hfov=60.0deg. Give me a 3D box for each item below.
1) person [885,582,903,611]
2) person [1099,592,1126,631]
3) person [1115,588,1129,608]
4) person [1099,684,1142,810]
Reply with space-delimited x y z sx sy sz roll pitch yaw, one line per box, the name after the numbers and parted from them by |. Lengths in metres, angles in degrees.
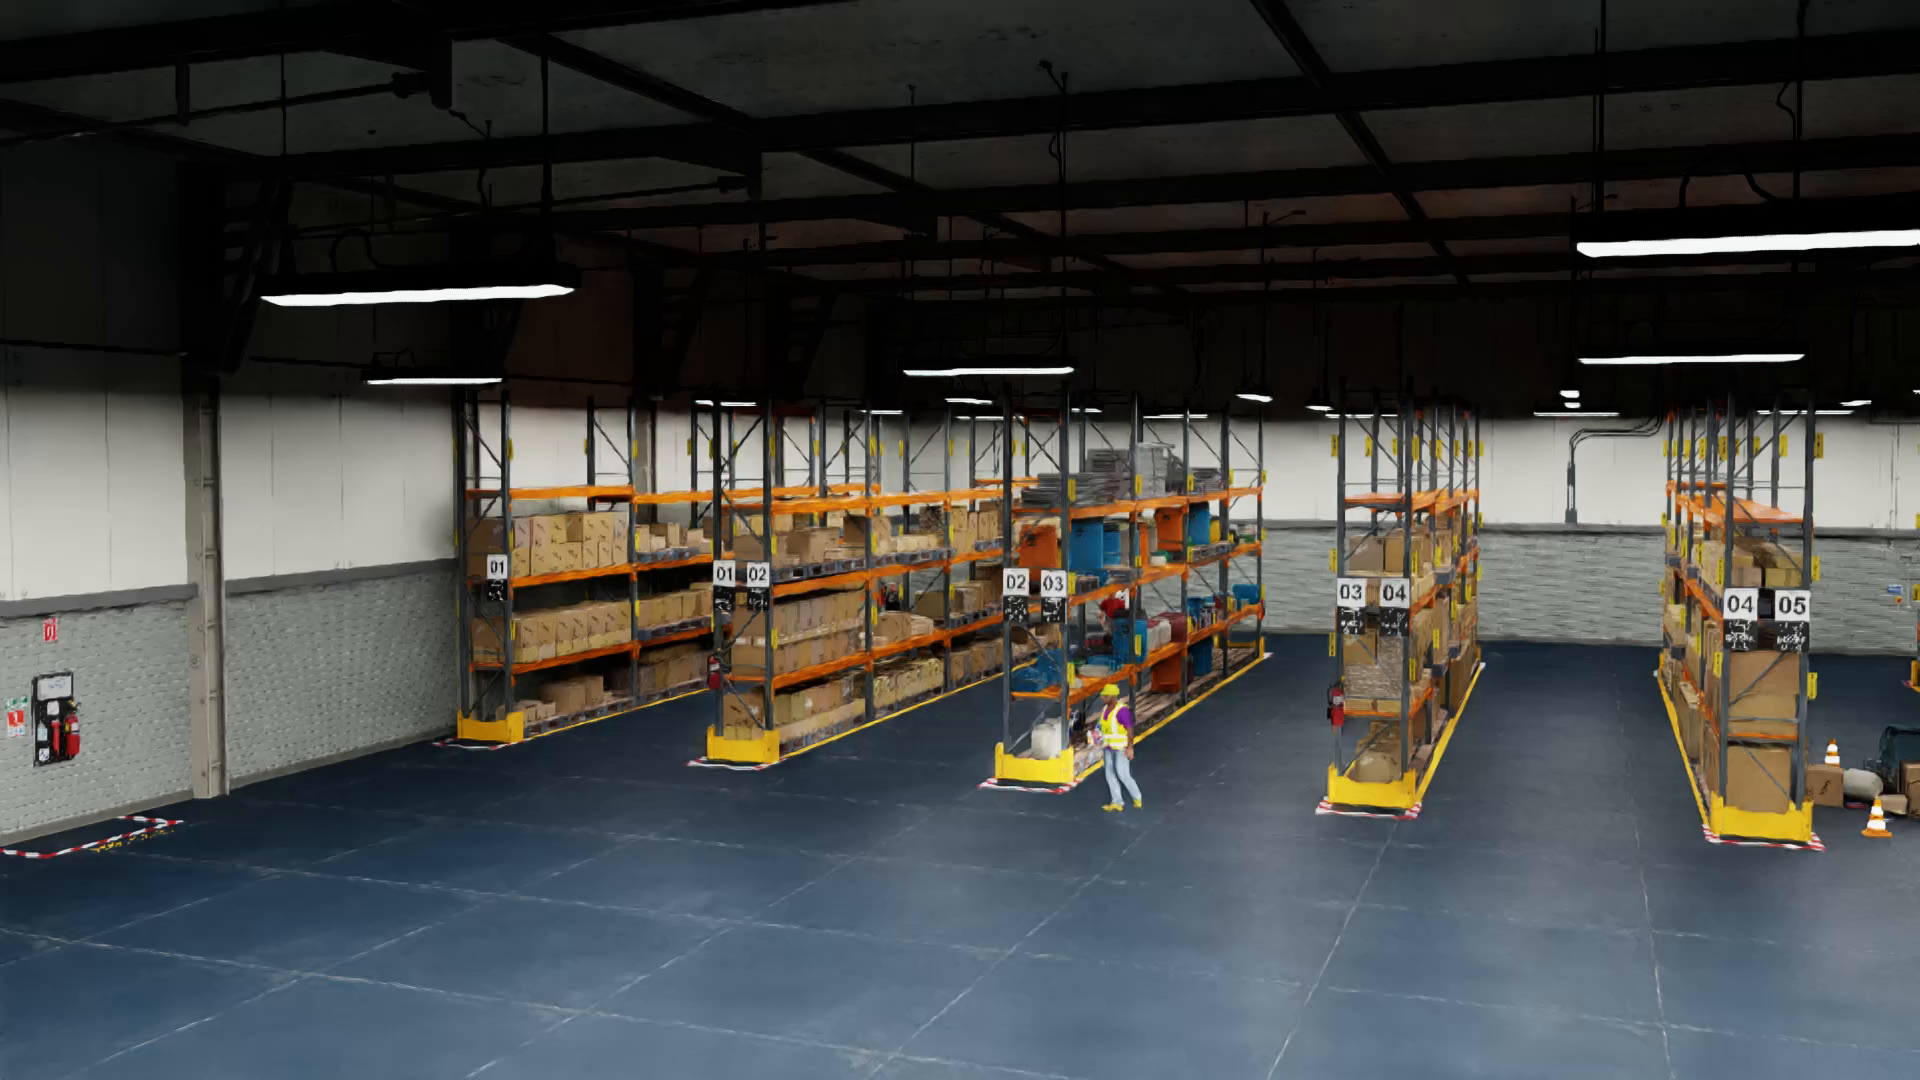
-1.638 1.879 41.581 0.555 1.673 1.030 1 3 19 | person
3.650 1.981 39.767 0.682 1.676 0.535 1 3 18 | person
4.259 1.754 44.089 0.500 1.625 0.989 1 3 19 | person
2.221 2.861 23.038 0.582 1.753 0.611 -2 4 -33 | person
